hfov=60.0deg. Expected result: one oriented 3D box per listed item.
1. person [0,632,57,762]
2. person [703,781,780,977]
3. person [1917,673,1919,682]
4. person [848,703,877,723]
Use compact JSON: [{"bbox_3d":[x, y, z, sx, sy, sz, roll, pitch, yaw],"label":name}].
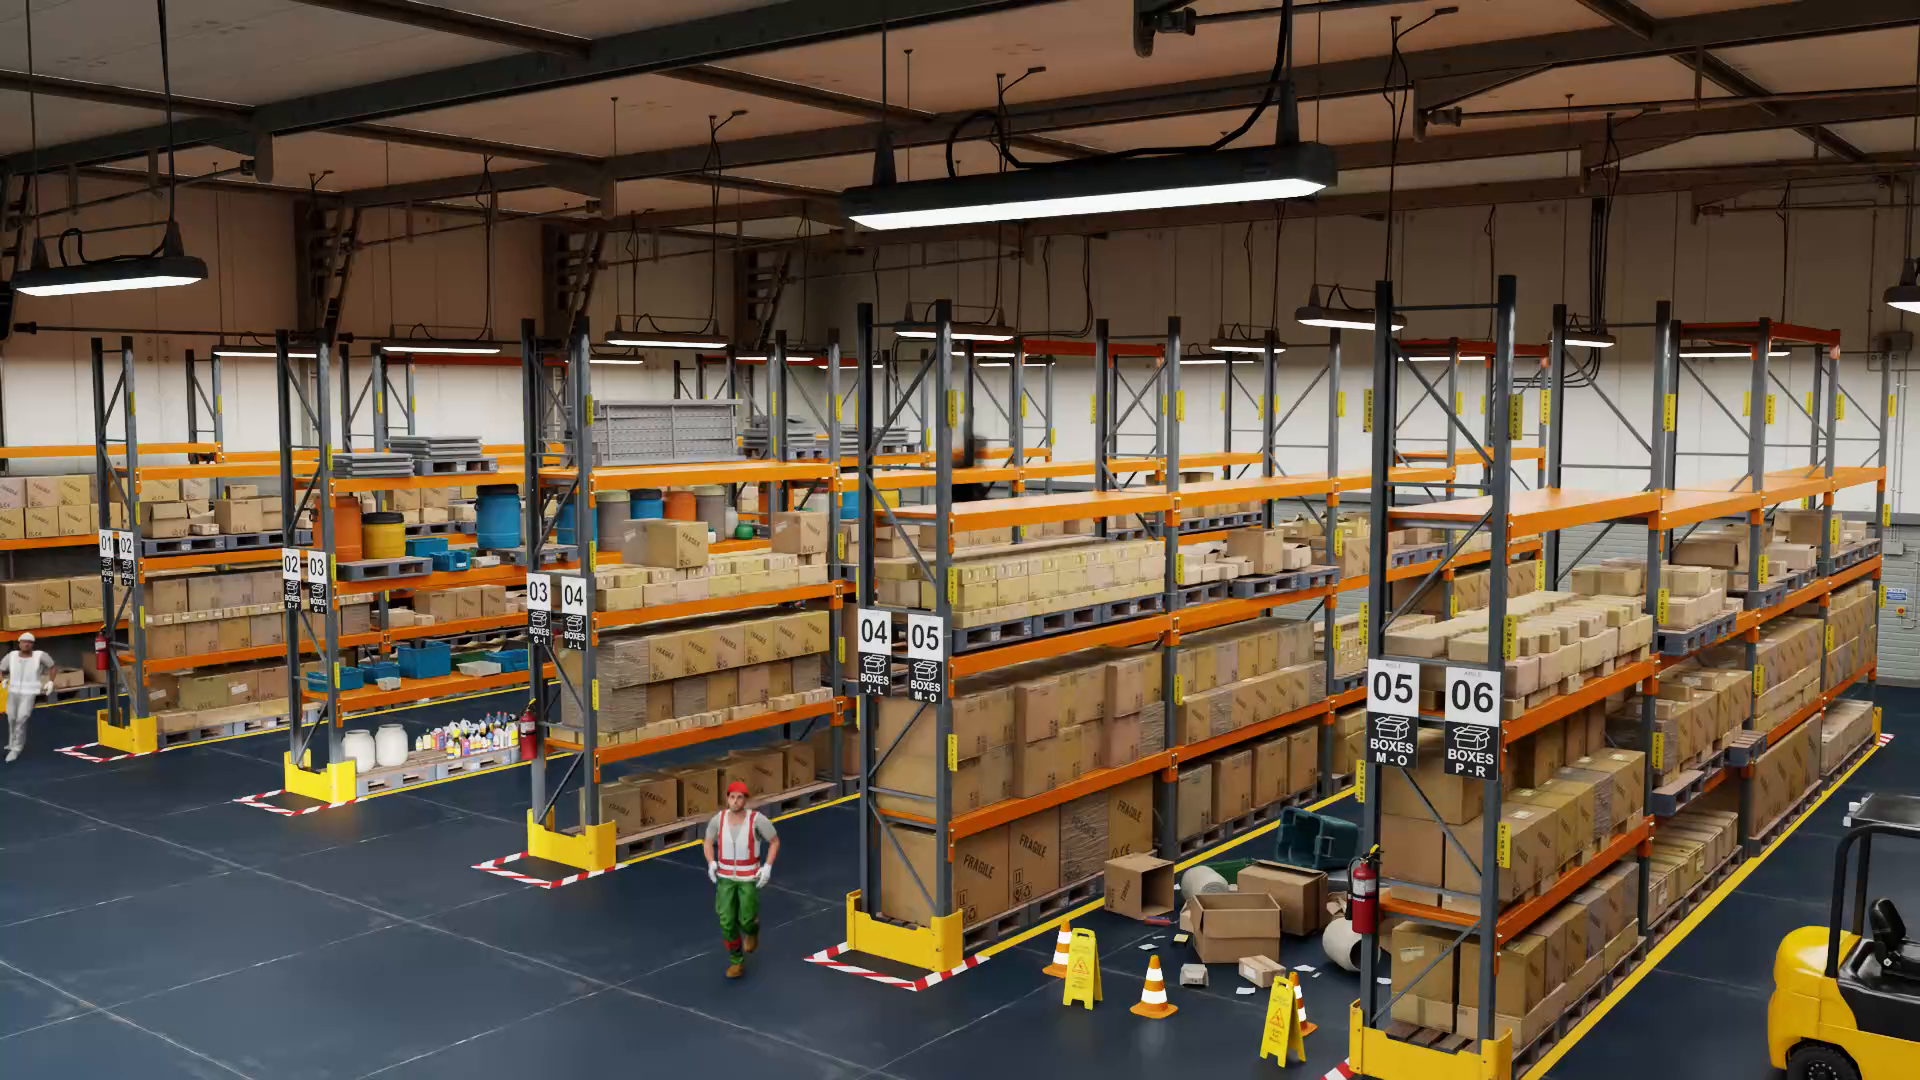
[{"bbox_3d":[-13.392,2.220,23.806,0.742,1.802,0.805,-1,5,-11],"label":"person"},{"bbox_3d":[-1.964,2.999,14.906,0.687,1.730,0.625,0,5,4],"label":"person"},{"bbox_3d":[14.172,2.335,24.074,0.576,1.491,0.822,3,6,34],"label":"person"},{"bbox_3d":[-1.468,1.872,24.534,0.710,1.794,0.802,3,6,32],"label":"person"}]
